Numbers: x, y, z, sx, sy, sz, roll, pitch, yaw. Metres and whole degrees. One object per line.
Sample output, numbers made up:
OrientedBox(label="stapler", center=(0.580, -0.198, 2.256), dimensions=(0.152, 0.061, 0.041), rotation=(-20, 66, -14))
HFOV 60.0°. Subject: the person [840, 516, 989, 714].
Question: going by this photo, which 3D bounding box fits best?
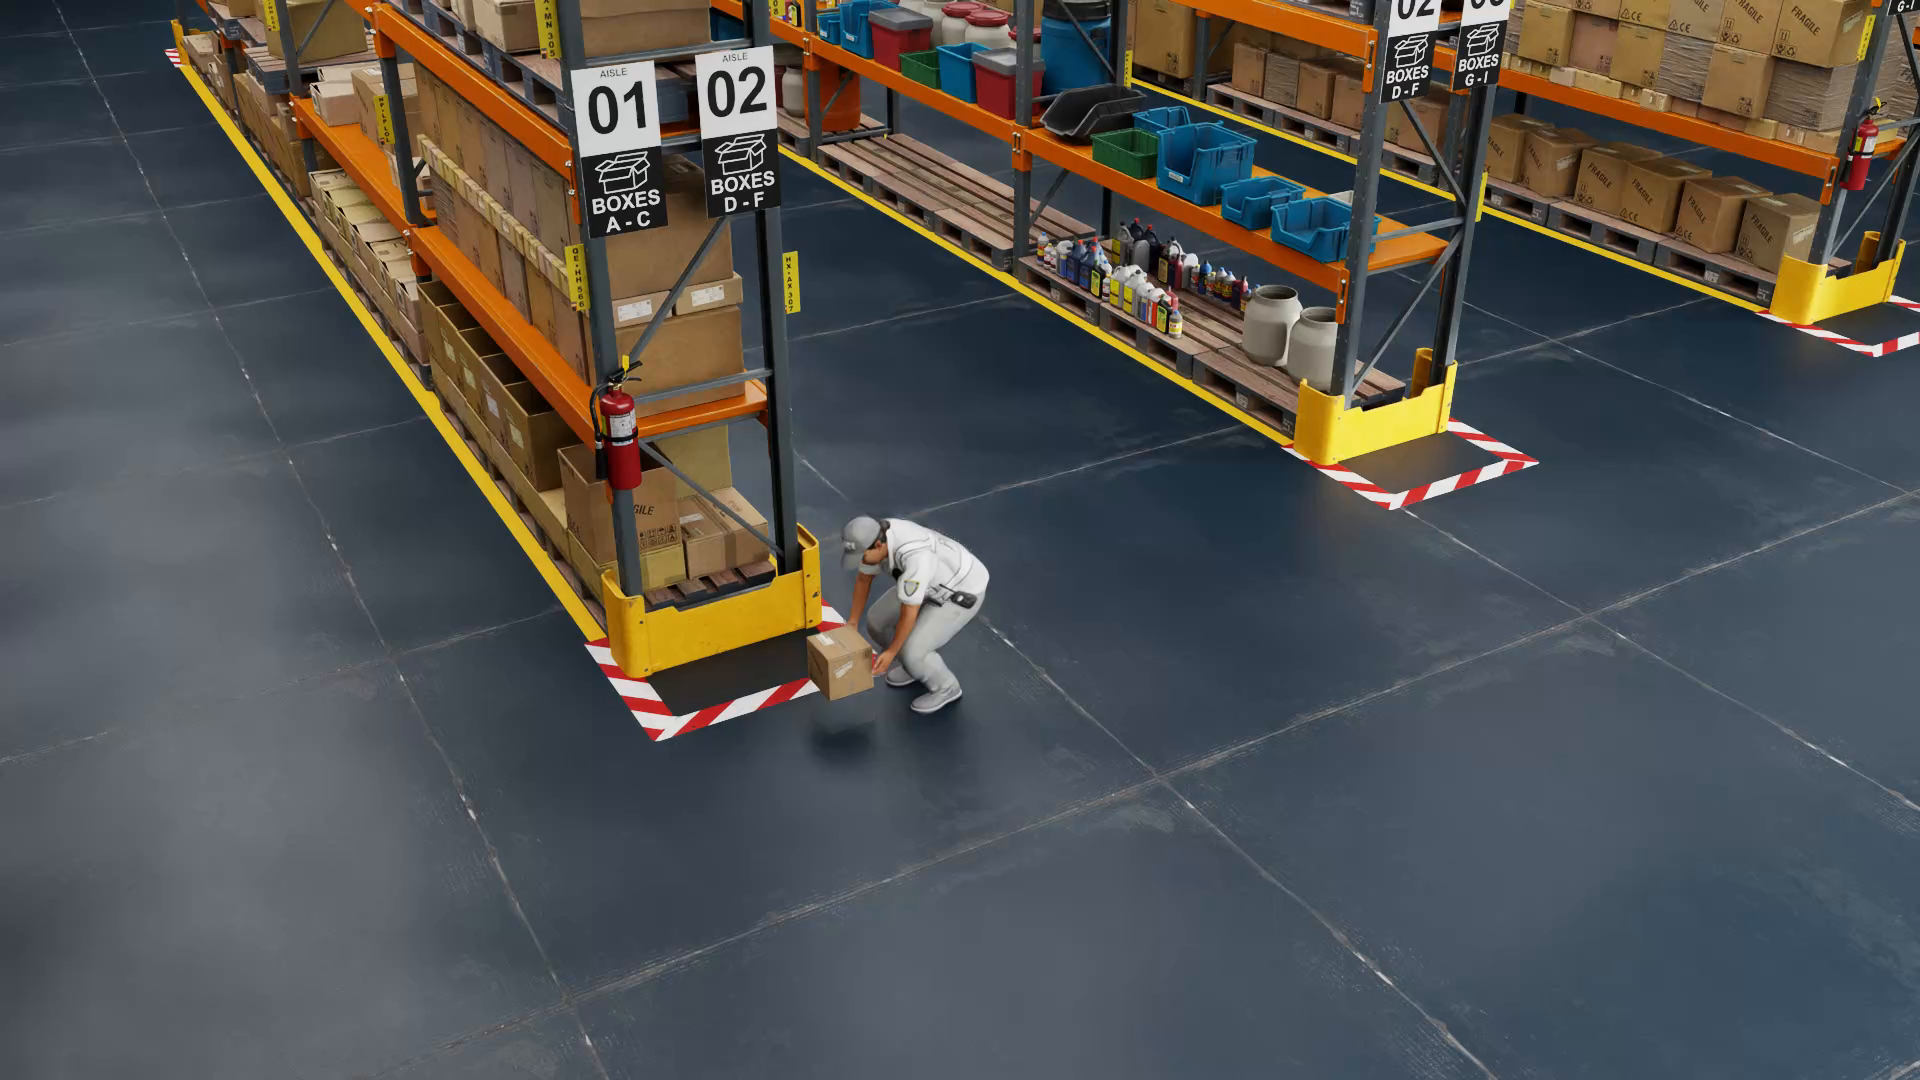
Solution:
OrientedBox(label="person", center=(-0.243, 0.325, 8.498), dimensions=(0.817, 1.158, 0.541), rotation=(-16, 33, -26))
